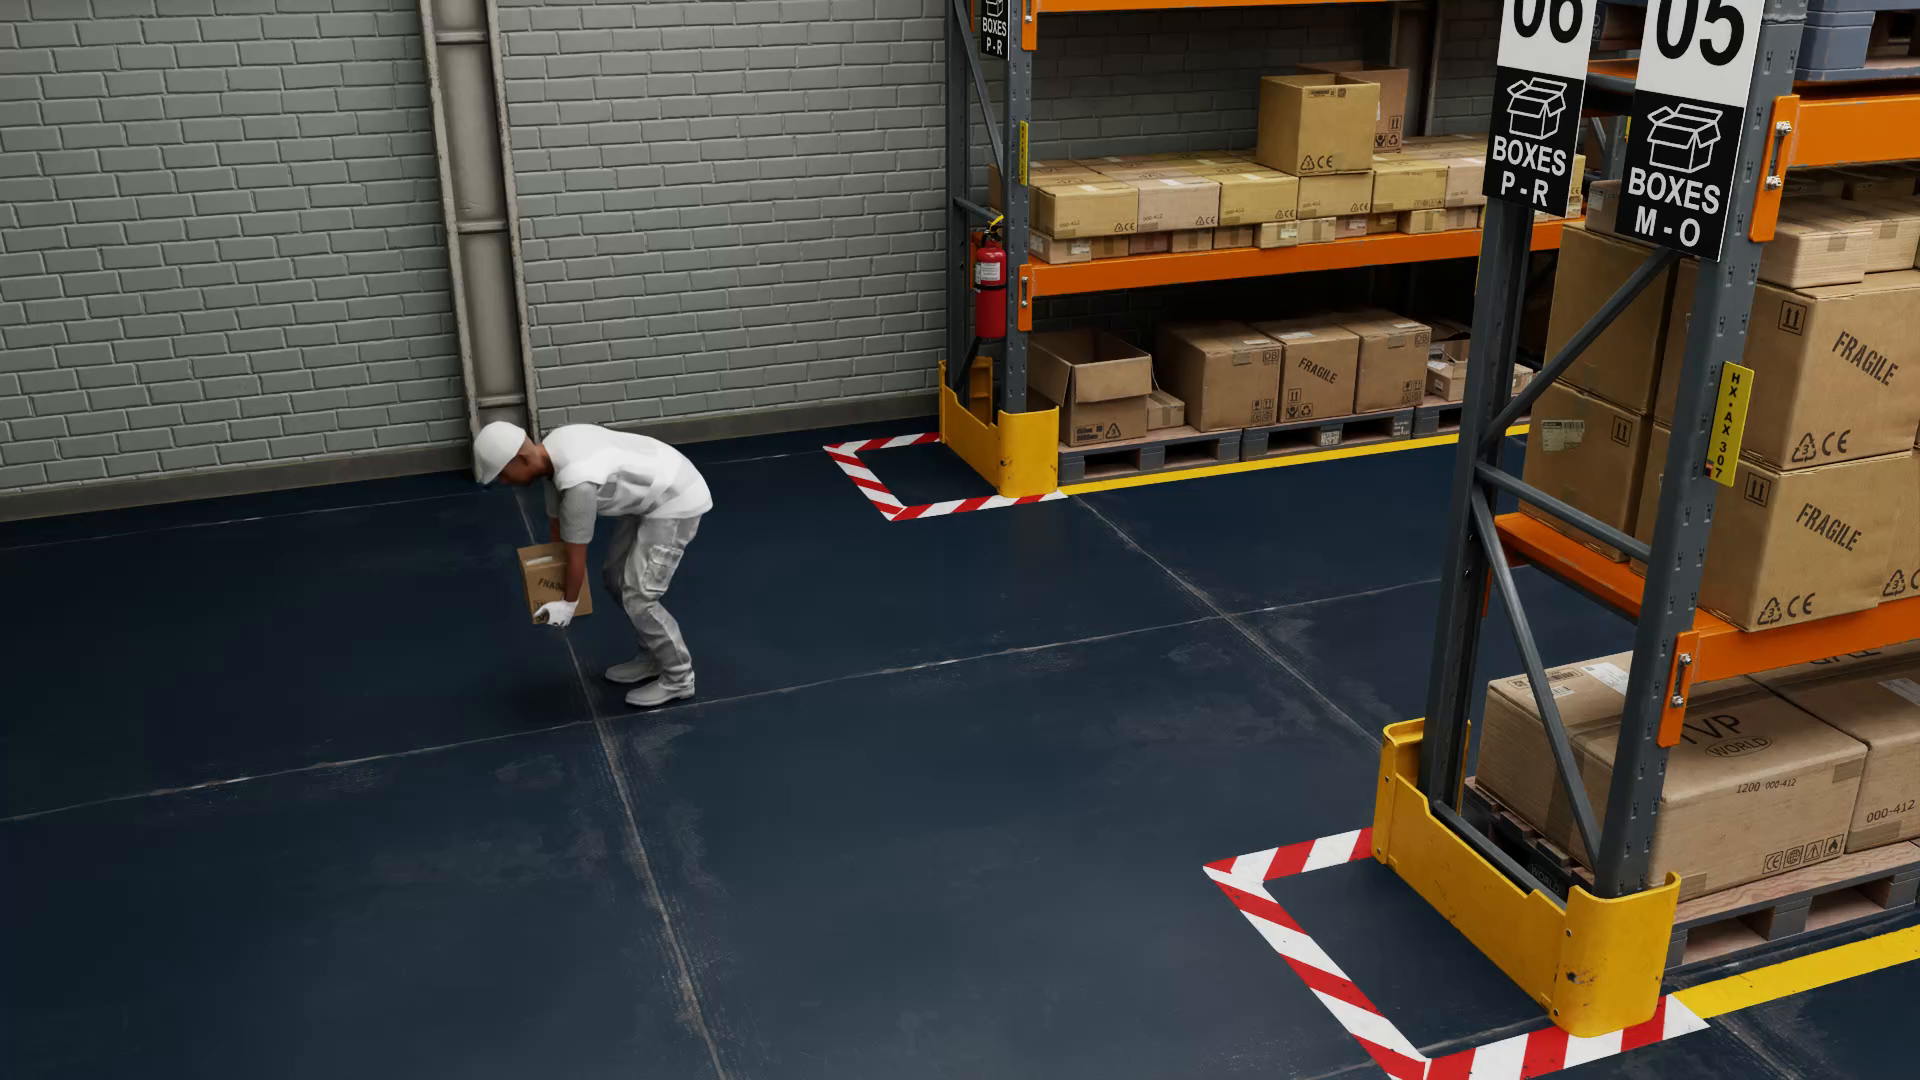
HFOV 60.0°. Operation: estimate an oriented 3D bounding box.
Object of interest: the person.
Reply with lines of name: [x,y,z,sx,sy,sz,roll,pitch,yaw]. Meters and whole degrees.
person: [-1.510,0.076,7.020,0.938,1.294,0.500,-9,24,-21]
